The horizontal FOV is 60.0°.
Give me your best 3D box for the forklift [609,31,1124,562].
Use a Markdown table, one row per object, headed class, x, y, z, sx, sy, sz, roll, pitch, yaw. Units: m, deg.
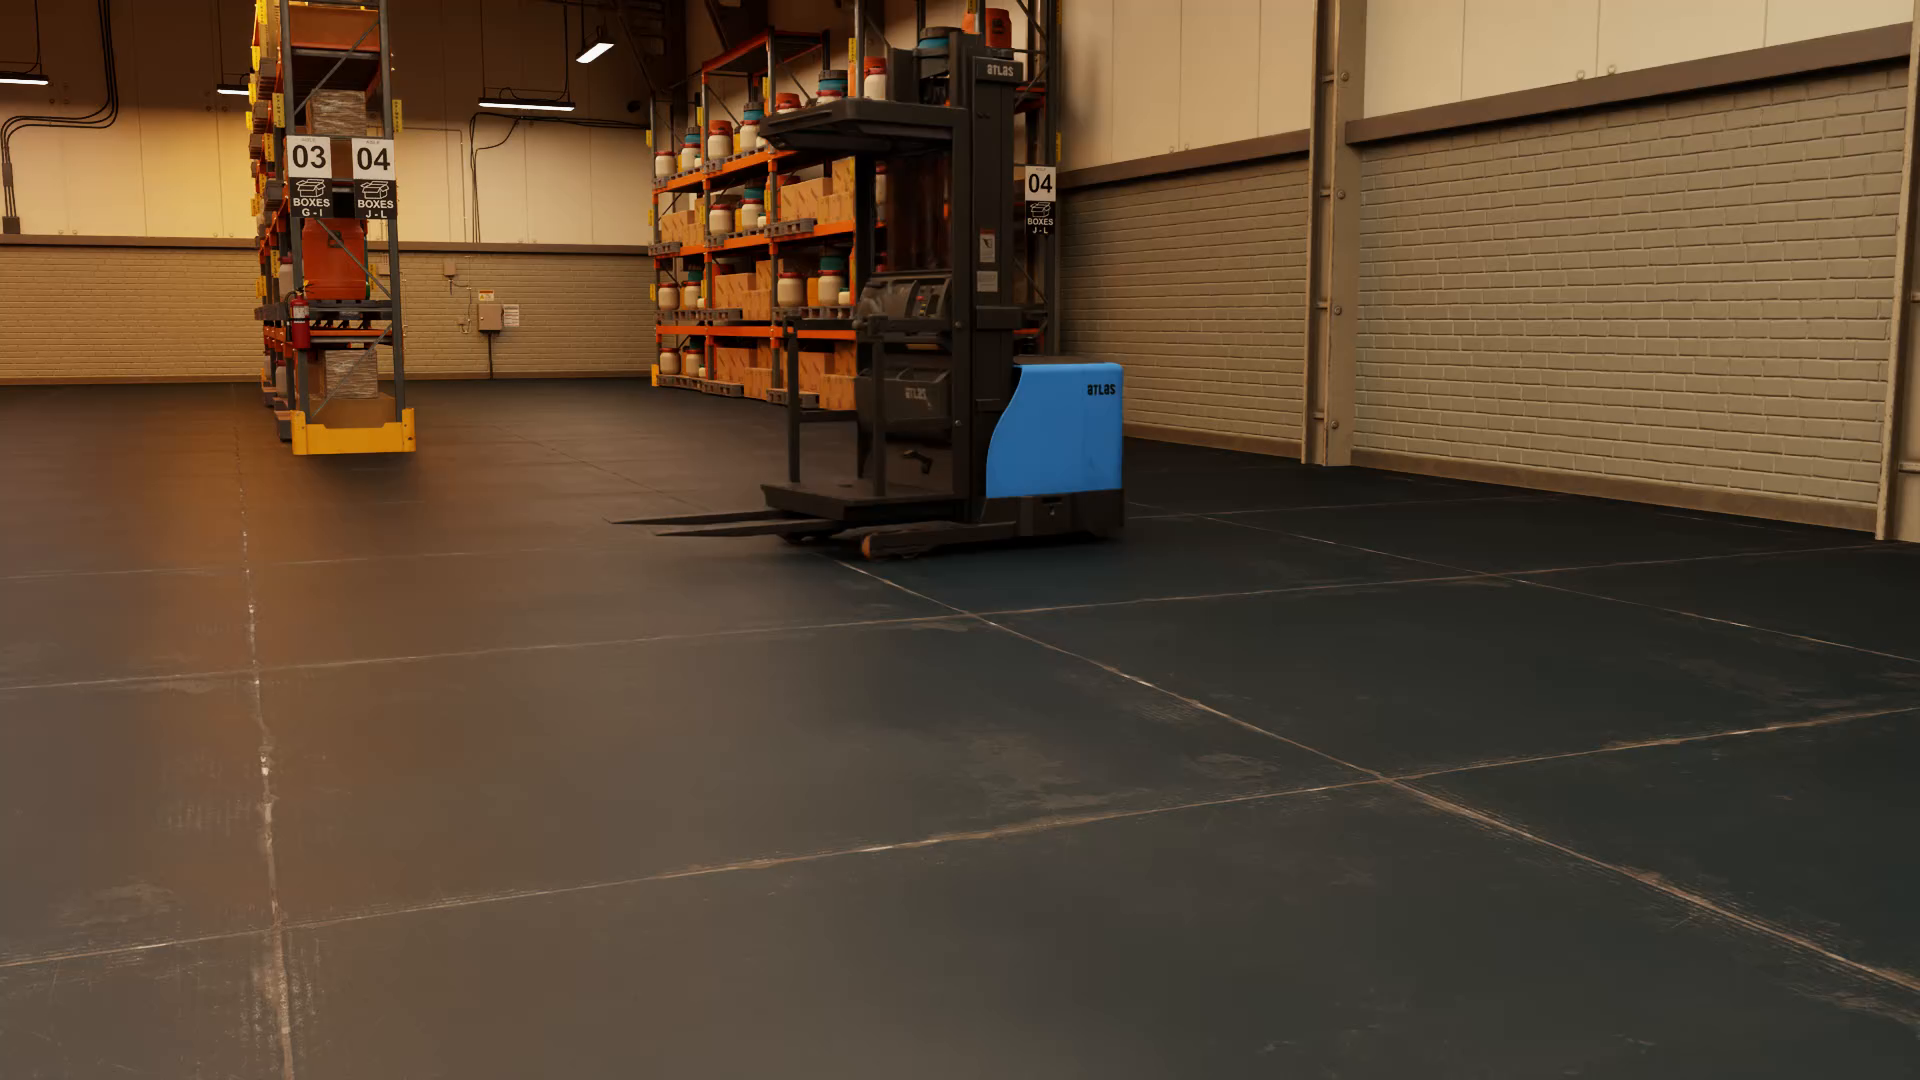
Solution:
| class | x | y | z | sx | sy | sz | roll | pitch | yaw |
| --- | --- | --- | --- | --- | --- | --- | --- | --- | --- |
| forklift | -0.504 | -1.407 | 9.615 | 3.031 | 2.935 | 1.130 | -5 | 9 | -34 |
